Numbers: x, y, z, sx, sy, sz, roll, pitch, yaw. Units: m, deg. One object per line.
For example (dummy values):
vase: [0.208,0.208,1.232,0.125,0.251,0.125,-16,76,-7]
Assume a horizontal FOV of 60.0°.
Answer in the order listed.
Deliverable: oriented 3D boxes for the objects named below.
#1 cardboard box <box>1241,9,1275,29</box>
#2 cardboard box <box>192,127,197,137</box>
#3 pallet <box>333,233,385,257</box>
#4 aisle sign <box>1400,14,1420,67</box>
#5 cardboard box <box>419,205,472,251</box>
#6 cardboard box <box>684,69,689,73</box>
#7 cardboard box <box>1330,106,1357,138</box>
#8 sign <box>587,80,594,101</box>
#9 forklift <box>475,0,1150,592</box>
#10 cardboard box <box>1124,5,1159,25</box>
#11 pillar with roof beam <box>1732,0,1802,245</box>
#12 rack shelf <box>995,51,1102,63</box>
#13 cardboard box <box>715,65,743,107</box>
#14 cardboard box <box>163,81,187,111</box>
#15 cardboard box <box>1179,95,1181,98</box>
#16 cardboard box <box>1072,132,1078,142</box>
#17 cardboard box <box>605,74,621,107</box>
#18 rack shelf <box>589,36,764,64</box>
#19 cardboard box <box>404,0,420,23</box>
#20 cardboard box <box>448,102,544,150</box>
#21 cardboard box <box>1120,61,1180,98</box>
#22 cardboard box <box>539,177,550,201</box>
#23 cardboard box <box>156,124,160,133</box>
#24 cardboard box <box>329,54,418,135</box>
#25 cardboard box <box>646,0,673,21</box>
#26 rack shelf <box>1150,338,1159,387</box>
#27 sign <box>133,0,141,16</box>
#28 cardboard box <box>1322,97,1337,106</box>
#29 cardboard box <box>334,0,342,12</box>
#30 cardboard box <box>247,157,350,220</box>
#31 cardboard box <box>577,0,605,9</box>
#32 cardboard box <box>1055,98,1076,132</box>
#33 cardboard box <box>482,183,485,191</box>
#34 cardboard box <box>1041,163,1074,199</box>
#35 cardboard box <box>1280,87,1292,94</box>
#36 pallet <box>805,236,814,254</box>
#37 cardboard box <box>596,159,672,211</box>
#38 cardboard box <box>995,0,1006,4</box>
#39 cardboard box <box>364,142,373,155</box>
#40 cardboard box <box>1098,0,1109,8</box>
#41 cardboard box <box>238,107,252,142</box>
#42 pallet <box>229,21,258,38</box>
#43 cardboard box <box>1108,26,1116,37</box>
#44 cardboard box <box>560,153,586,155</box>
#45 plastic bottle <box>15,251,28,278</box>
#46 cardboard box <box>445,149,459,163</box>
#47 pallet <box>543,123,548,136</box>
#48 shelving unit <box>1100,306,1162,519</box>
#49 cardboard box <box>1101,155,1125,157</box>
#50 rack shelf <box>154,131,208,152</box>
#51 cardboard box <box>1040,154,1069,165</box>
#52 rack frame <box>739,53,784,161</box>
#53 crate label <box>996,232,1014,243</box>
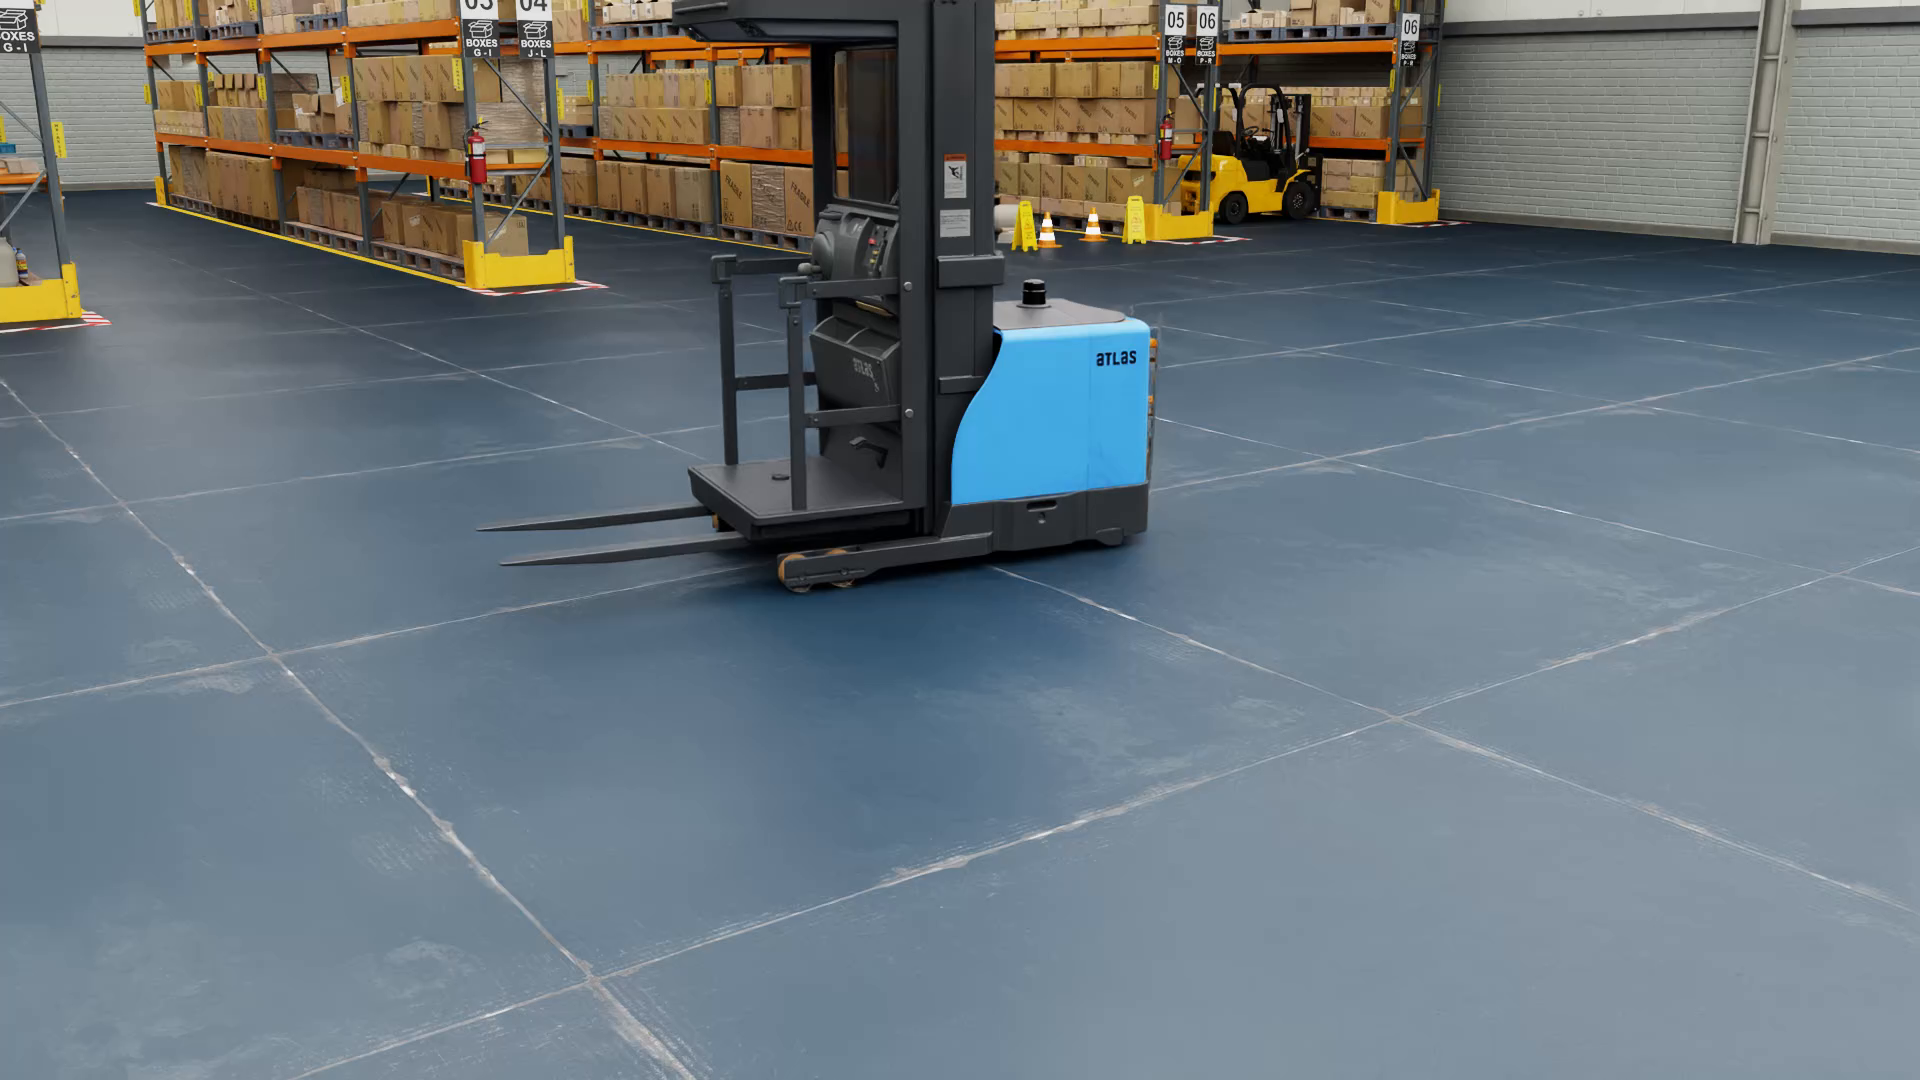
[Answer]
cardboard box: [5.140,-8.876,28.326,0.500,0.311,0.500,-10,18,-33]
cardboard box: [-12.631,-6.839,27.856,0.380,0.149,0.250,-11,19,-35]
pallet: [-7.639,-3.949,22.103,1.003,0.211,1.213,-11,19,-35]
aisle sign: [7.001,-7.777,25.884,0.394,0.787,0.004,-11,19,-35]
cardboard box: [-6.206,-3.791,20.185,0.500,0.500,0.500,-13,20,-39]
cardboard box: [-5.484,-9.673,34.425,0.380,0.149,0.250,-11,19,-34]
cardboard box: [6.401,-6.808,27.077,0.500,0.500,0.500,-10,18,-33]
sign: [-5.894,-7.164,26.525,0.100,0.325,0.005,-11,19,-35]
forklift: [-0.659,-1.344,7.434,3.031,2.935,1.130,-7,17,-24]
cardboard box: [2.669,-7.397,23.458,0.500,0.250,0.500,-11,19,-35]
pillar with roof beam: [7.566,-7.816,19.585,9.100,9.000,0.400,-11,19,-35]
rack shelf: [1.321,-9.818,33.946,1.077,0.370,4.000,-11,19,-35]
cardboard box: [-2.920,-6.385,23.392,0.875,0.550,0.550,-11,19,-35]
cardboard box: [-13.569,-7.762,29.053,0.500,0.500,0.500,-11,19,-36]
cardboard box: [3.938,-7.985,30.150,0.380,0.149,0.250,-12,19,-36]
cardboard box: [1.912,-6.066,25.035,0.380,0.149,0.250,-11,19,-35]
cardboard box: [-5.205,-7.163,26.482,0.700,0.500,0.500,-11,19,-35]
rack shelf: [-4.285,-7.403,25.121,1.077,0.370,4.000,-11,19,-35]
cardboard box: [-5.908,-5.928,18.656,0.500,0.250,0.500,-10,18,-33]
cardboard box: [-5.130,-4.587,18.399,0.875,0.500,0.500,-11,19,-35]
cardboard box: [2.710,-6.561,23.718,0.700,0.500,0.500,-11,19,-36]
cardboard box: [-6.962,-6.159,28.838,0.500,0.500,0.500,-10,18,-34]
cardboard box: [-14.294,-7.442,30.059,0.380,0.149,0.250,-11,19,-34]
cardboard box: [-7.534,-5.811,21.693,1.000,1.000,1.000,-11,19,-34]
cardboard box: [-4.318,-7.870,24.652,0.500,0.311,0.500,-12,19,-37]
rack shelf: [0.841,-0.903,8.334,0.215,0.259,0.240,-6,16,-29]
sign: [-14.689,-9.512,29.658,0.100,0.325,0.005,-11,19,-35]
cardboard box: [6.161,-7.194,27.259,0.380,0.149,0.250,-12,19,-36]
cardboard box: [-7.814,-6.897,21.371,0.396,0.266,0.258,-10,18,-33]
cardboard box: [-9.921,-5.310,25.024,1.225,0.875,0.875,-12,19,-37]
cardboard box: [-5.909,-8.640,26.641,0.396,0.266,0.258,-11,19,-35]
cardboard box: [1.781,-6.403,25.034,0.500,0.500,0.500,-11,19,-34]
cardboard box: [-8.928,-6.663,31.345,0.380,0.149,0.250,-11,19,-35]
cardboard box: [1.592,-5.512,25.527,0.500,0.500,0.500,-10,18,-32]
cardboard box: [5.617,-7.565,28.051,0.380,0.149,0.250,-11,19,-35]
pallet: [-1.291,-3.835,21.689,1.003,0.211,1.213,-11,19,-35]
cardboard box: [-5.176,-5.703,26.698,1.050,0.750,0.750,-11,19,-35]
cardboard box: [0.392,-8.588,26.630,0.500,0.250,0.500,-10,18,-33]
cardboard box: [-7.161,-4.858,20.620,0.380,0.149,0.250,-11,19,-35]
cardboard box: [2.219,-7.776,24.089,0.380,0.149,0.250,-11,19,-35]
cardboard box: [-10.619,-6.314,25.276,0.500,0.500,0.500,-12,19,-36]
pallet: [-9.954,-7.467,24.350,1.213,0.211,1.003,-10,18,-32]
cardboard box: [2.355,-7.344,24.022,0.380,0.149,0.250,-11,19,-34]
cardboard box: [-6.879,-6.711,29.433,0.500,0.250,0.500,-10,18,-32]
plastic bottle: [-9.649,-2.836,17.092,0.097,0.271,0.097,0,15,0]
cardboard box: [-5.498,-4.280,18.507,0.380,0.149,0.250,-11,19,-35]
pallet: [-6.658,-7.054,28.529,1.003,0.211,1.213,-11,19,-35]
shelving unit: [0.831,-0.638,8.400,0.215,1.050,0.252,-6,16,-29]
cardboard box: [3.243,-7.075,31.945,0.875,0.625,0.625,-10,18,-33]
rack shelf: [-13.060,-6.916,29.025,1.077,0.370,4.000,-11,19,-35]
cardboard box: [1.453,-5.846,25.518,0.380,0.149,0.250,-10,18,-31]
rack frame: [-3.868,-8.374,32.990,1.000,3.000,0.127,-11,19,-35]
crate label: [0.681,-4.236,23.293,0.298,0.136,0.250,7,17,23]
